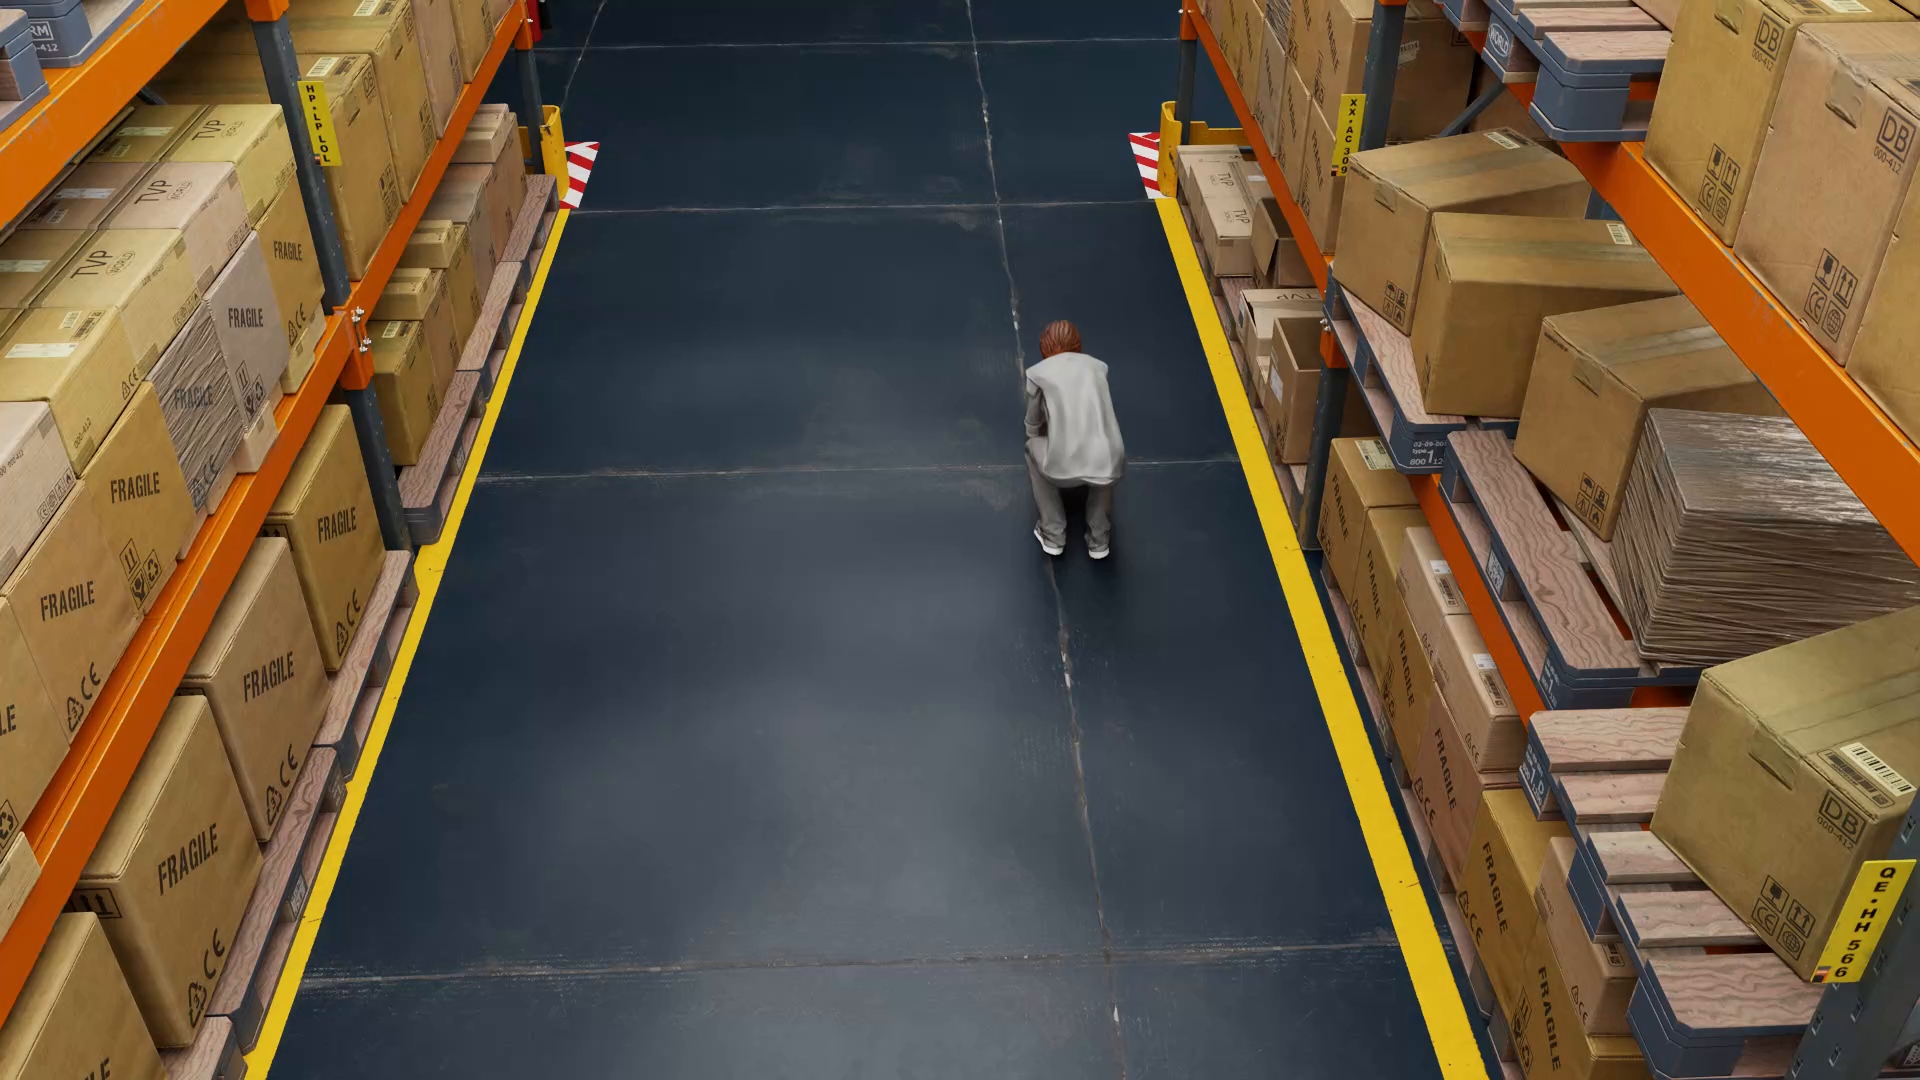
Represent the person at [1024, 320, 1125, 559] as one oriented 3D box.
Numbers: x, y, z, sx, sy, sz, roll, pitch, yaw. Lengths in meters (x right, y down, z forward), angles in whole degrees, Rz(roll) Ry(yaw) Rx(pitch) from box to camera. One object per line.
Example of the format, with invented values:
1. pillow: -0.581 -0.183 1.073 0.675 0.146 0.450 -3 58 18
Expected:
1. person: 0.499 -0.416 7.335 0.419 0.899 0.847 -3 36 -4
